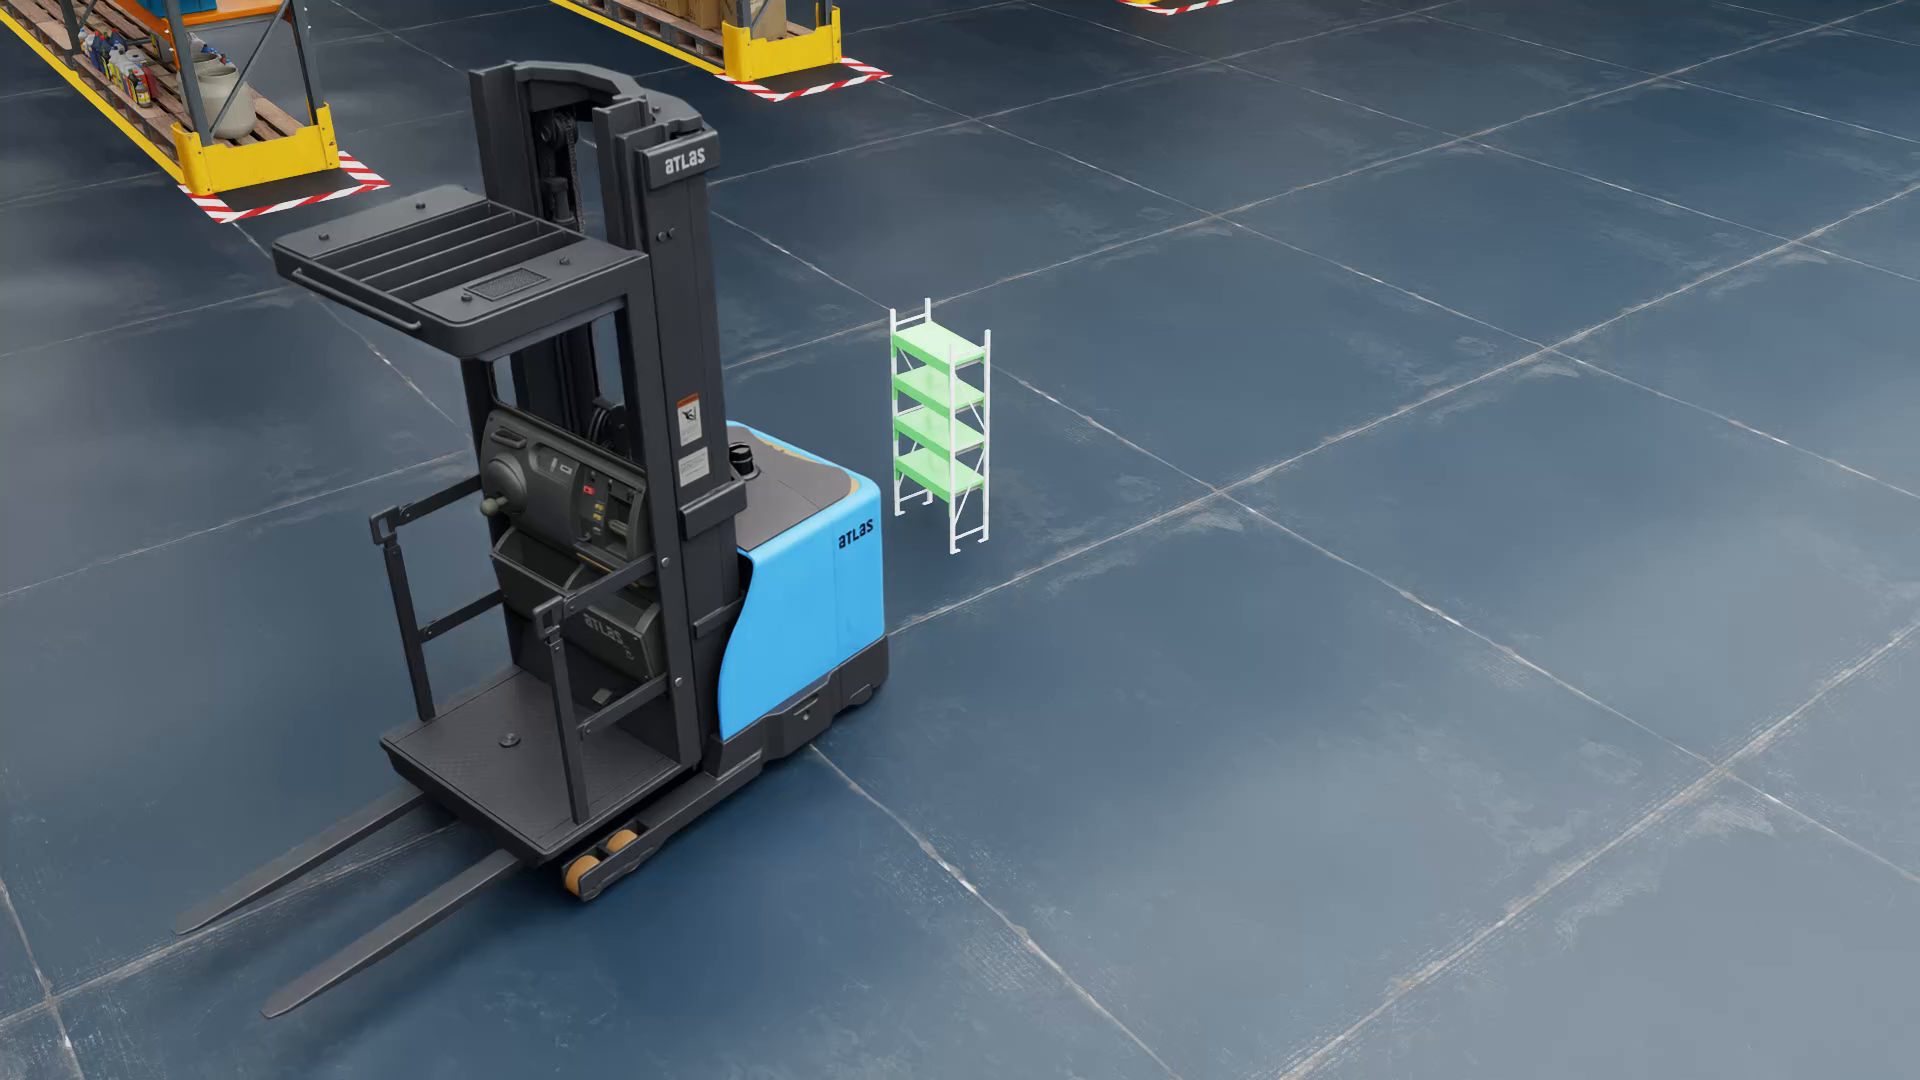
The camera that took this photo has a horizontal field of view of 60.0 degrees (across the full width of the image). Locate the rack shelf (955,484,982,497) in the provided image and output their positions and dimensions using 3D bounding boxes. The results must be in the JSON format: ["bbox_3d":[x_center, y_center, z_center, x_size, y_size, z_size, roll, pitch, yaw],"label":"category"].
[{"bbox_3d":[-0.102,-0.345,8.690,0.199,0.029,0.442,-22,38,-31],"label":"rack shelf"}]

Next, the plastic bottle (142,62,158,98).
[{"bbox_3d":[-7.091,-4.025,14.545,0.061,0.283,0.133,-22,38,-31],"label":"plastic bottle"}]

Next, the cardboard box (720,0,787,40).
[{"bbox_3d":[-2.026,-5.205,16.258,0.500,0.500,0.500,-15,35,-23],"label":"cardboard box"}]

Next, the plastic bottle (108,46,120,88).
[{"bbox_3d":[-7.478,-4.222,14.799,0.144,0.351,0.185,-23,38,-32],"label":"plastic bottle"}]

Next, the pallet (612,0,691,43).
[{"bbox_3d":[-2.918,-5.528,17.450,1.003,0.211,1.213,-22,38,-31],"label":"pallet"}]

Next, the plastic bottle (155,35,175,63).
[{"bbox_3d":[-7.383,-4.603,15.483,0.152,0.276,0.135,-22,38,-31],"label":"plastic bottle"}]

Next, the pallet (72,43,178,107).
[{"bbox_3d":[-7.643,-4.409,15.649,1.003,0.211,1.213,-22,38,-31],"label":"pallet"}]

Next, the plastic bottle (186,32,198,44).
[{"bbox_3d":[-7.084,-4.559,15.341,0.144,0.351,0.185,-23,38,-32],"label":"plastic bottle"}]

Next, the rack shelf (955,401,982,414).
[{"bbox_3d":[-0.101,-0.753,8.437,0.199,0.029,0.442,-22,38,-31],"label":"rack shelf"}]

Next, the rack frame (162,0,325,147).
[{"bbox_3d":[-5.569,-4.220,12.701,1.000,3.000,0.127,-22,38,-31],"label":"rack frame"}]

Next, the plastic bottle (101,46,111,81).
[{"bbox_3d":[-7.671,-4.288,14.969,0.061,0.283,0.133,-20,37,-29],"label":"plastic bottle"}]

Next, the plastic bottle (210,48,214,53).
[{"bbox_3d":[-6.706,-4.289,14.981,0.097,0.271,0.097,0,32,0],"label":"plastic bottle"}]

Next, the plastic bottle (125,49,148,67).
[{"bbox_3d":[-7.377,-4.249,14.912,0.152,0.276,0.135,-22,38,-31],"label":"plastic bottle"}]

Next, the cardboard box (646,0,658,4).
[{"bbox_3d":[-3.096,-5.957,17.469,0.500,0.500,0.500,-26,40,-35],"label":"cardboard box"}]

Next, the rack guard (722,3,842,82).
[{"bbox_3d":[-1.703,-4.792,15.992,1.175,0.500,0.348,-22,38,-31],"label":"rack guard"}]

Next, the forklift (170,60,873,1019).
[{"bbox_3d":[-1.658,-0.145,6.206,1.121,2.935,3.031,24,39,33],"label":"forklift"}]

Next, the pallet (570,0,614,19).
[{"bbox_3d":[-3.670,-6.036,18.269,1.003,0.211,1.213,-22,38,-31],"label":"pallet"}]

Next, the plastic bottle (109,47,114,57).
[{"bbox_3d":[-7.619,-4.316,15.026,0.097,0.271,0.097,0,32,0],"label":"plastic bottle"}]

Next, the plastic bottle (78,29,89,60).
[{"bbox_3d":[-8.173,-4.640,15.547,0.097,0.271,0.097,0,32,0],"label":"plastic bottle"}]

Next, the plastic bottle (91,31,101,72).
[{"bbox_3d":[-7.855,-4.478,15.210,0.144,0.351,0.185,-21,38,-30],"label":"plastic bottle"}]

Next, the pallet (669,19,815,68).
[{"bbox_3d":[-2.174,-5.019,16.632,1.003,0.211,1.213,-22,38,-31],"label":"pallet"}]

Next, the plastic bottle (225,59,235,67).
[{"bbox_3d":[-6.435,-4.104,14.684,0.097,0.271,0.097,0,32,0],"label":"plastic bottle"}]

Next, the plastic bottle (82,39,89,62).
[{"bbox_3d":[-8.111,-4.568,15.497,0.097,0.201,0.097,0,32,0],"label":"plastic bottle"}]

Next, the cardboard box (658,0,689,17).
[{"bbox_3d":[-2.789,-5.710,17.071,0.500,0.500,0.500,-19,36,-27],"label":"cardboard box"}]

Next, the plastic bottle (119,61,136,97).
[{"bbox_3d":[-7.260,-4.045,14.584,0.152,0.276,0.135,-23,39,-33],"label":"plastic bottle"}]

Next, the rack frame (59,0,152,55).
[{"bbox_3d":[-8.022,-5.887,15.385,1.000,3.000,0.127,-22,38,-31],"label":"rack frame"}]

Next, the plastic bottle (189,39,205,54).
[{"bbox_3d":[-6.987,-4.458,15.249,0.152,0.276,0.135,-22,38,-31],"label":"plastic bottle"}]

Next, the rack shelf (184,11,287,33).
[{"bbox_3d":[-6.796,-4.809,14.195,0.831,0.071,3.687,-22,38,-31],"label":"rack shelf"}]

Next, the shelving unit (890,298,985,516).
[{"bbox_3d":[-0.105,-0.581,8.548,0.258,1.200,0.492,-22,38,-31],"label":"shelving unit"}]

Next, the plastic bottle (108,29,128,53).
[{"bbox_3d":[-7.741,-4.525,15.286,0.144,0.351,0.185,-22,38,-31],"label":"plastic bottle"}]

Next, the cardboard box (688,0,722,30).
[{"bbox_3d":[-2.420,-5.443,16.641,0.614,0.500,0.614,-22,38,-31],"label":"cardboard box"}]

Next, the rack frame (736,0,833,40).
[{"bbox_3d":[-1.657,-5.822,15.281,1.000,3.000,0.127,-22,38,-31],"label":"rack frame"}]

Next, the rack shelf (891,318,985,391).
[{"bbox_3d":[-0.101,-0.932,8.325,0.258,0.148,0.480,-22,38,-31],"label":"rack shelf"}]

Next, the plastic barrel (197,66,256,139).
[{"bbox_3d":[-6.033,-3.591,13.649,0.421,0.512,0.421,0,32,0],"label":"plastic barrel"}]

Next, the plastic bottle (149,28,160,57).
[{"bbox_3d":[-7.513,-4.727,15.611,0.144,0.351,0.185,-22,38,-31],"label":"plastic bottle"}]

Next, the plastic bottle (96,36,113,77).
[{"bbox_3d":[-7.739,-4.399,15.084,0.144,0.351,0.185,-24,39,-33],"label":"plastic bottle"}]

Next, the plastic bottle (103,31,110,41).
[{"bbox_3d":[-7.869,-4.554,15.397,0.061,0.283,0.133,-22,38,-31],"label":"plastic bottle"}]

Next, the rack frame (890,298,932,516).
[{"bbox_3d":[-0.251,-0.680,8.708,0.240,1.200,0.015,-22,38,-31],"label":"rack frame"}]

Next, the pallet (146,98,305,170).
[{"bbox_3d":[-6.147,-3.392,14.011,1.003,0.211,1.213,-22,38,-31],"label":"pallet"}]

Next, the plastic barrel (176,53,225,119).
[{"bbox_3d":[-6.340,-3.800,13.985,0.421,0.512,0.421,0,32,0],"label":"plastic barrel"}]

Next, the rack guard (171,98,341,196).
[{"bbox_3d":[-5.653,-3.174,13.387,1.175,0.500,0.348,-22,38,-31],"label":"rack guard"}]

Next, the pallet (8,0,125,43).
[{"bbox_3d":[-9.287,-5.526,17.447,1.003,0.211,1.213,-22,38,-31],"label":"pallet"}]

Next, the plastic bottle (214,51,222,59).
[{"bbox_3d":[-6.645,-4.247,14.914,0.097,0.271,0.097,0,32,0],"label":"plastic bottle"}]

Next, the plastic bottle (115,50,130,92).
[{"bbox_3d":[-7.364,-4.145,14.674,0.144,0.351,0.185,-21,37,-29],"label":"plastic bottle"}]

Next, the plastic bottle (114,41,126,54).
[{"bbox_3d":[-7.671,-4.423,15.197,0.097,0.271,0.097,0,32,0],"label":"plastic bottle"}]

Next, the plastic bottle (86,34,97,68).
[{"bbox_3d":[-7.953,-4.516,15.343,0.152,0.276,0.135,-21,37,-30],"label":"plastic bottle"}]

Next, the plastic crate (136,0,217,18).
[{"bbox_3d":[-7.911,-5.581,14.833,0.499,0.464,6.483,-22,38,-31],"label":"plastic crate"}]

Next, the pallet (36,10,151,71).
[{"bbox_3d":[-8.534,-5.017,16.628,1.003,0.211,1.213,-22,38,-31],"label":"pallet"}]

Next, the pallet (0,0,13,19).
[{"bbox_3d":[-10.030,-6.034,18.265,1.003,0.211,1.213,-22,38,-31],"label":"pallet"}]
